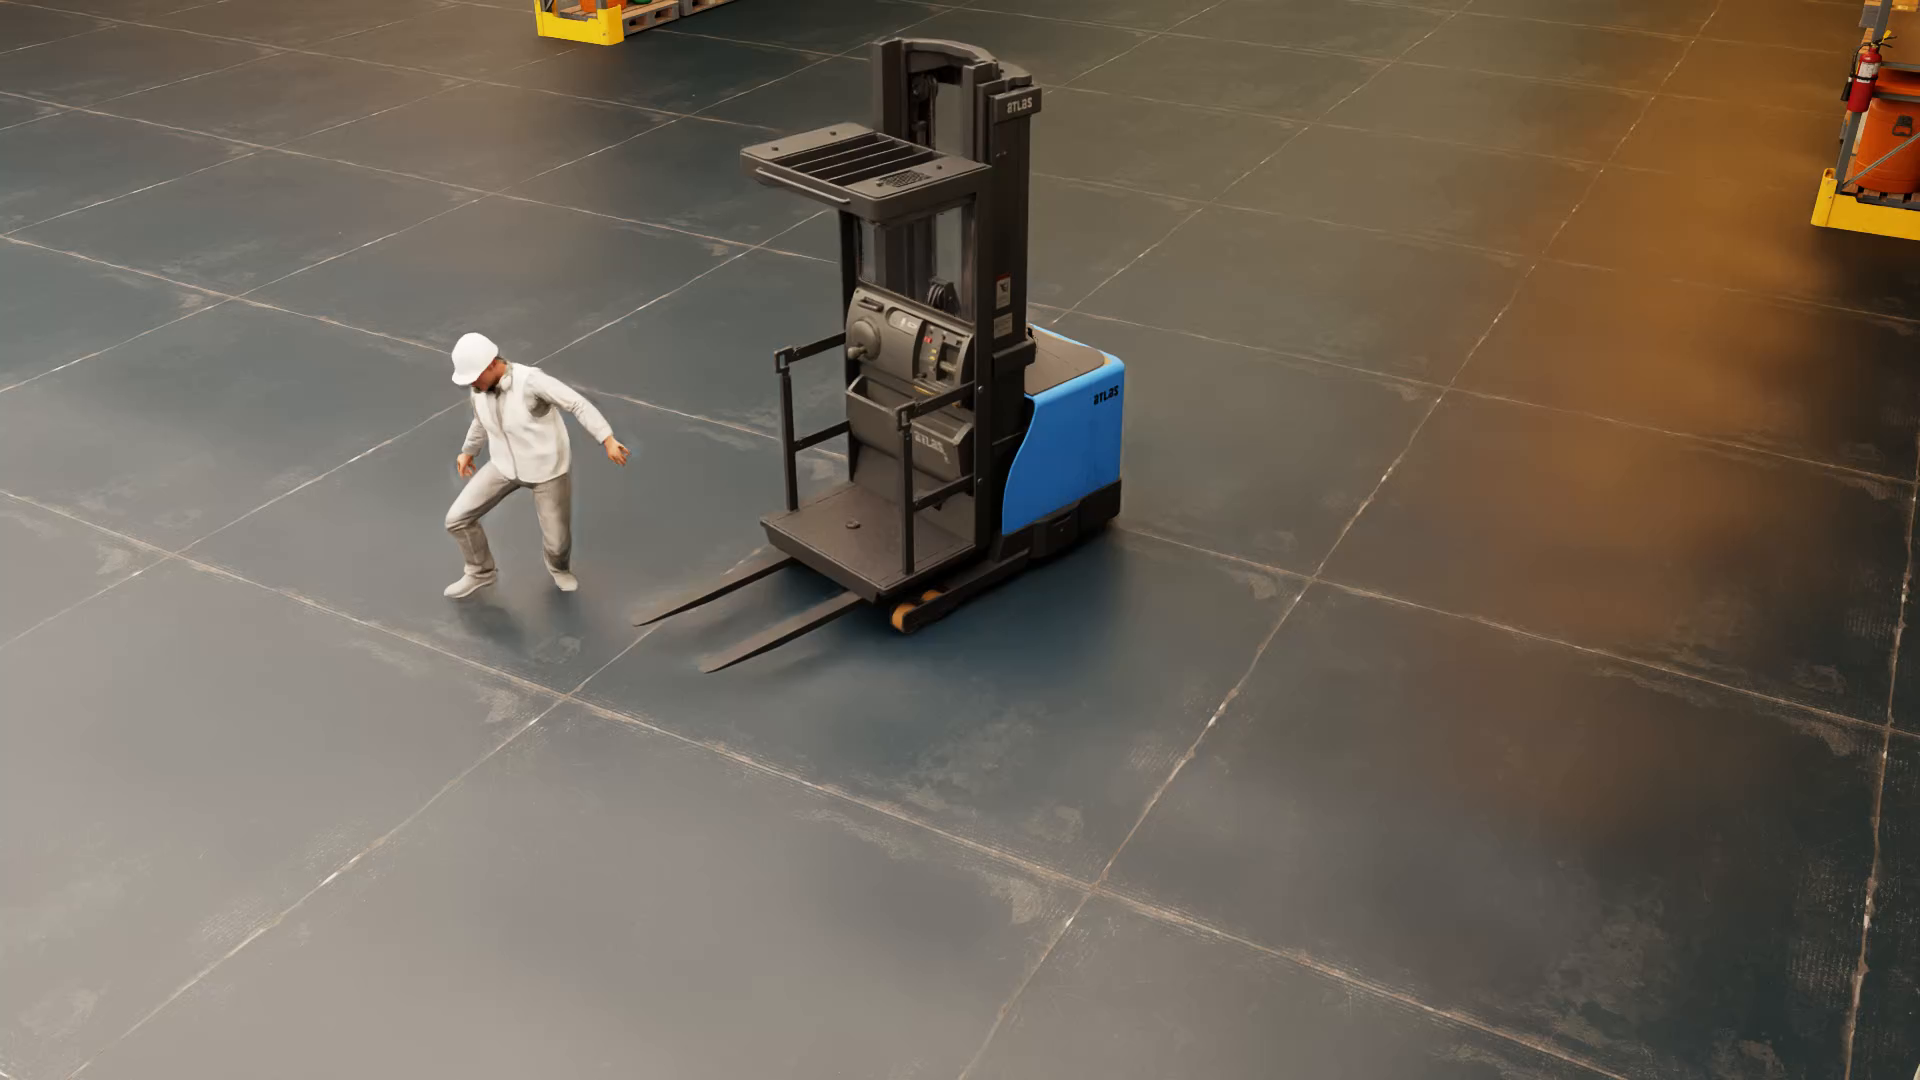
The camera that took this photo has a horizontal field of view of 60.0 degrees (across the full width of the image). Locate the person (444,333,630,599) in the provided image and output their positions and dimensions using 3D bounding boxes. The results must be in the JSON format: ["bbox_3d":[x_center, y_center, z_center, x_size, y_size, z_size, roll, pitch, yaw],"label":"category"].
[{"bbox_3d":[-2.299,-0.369,9.043,1.121,1.684,0.573,7,31,13],"label":"person"}]

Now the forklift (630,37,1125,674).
[{"bbox_3d":[-0.433,-1.050,8.891,3.031,2.935,1.130,-26,39,-37],"label":"forklift"}]
